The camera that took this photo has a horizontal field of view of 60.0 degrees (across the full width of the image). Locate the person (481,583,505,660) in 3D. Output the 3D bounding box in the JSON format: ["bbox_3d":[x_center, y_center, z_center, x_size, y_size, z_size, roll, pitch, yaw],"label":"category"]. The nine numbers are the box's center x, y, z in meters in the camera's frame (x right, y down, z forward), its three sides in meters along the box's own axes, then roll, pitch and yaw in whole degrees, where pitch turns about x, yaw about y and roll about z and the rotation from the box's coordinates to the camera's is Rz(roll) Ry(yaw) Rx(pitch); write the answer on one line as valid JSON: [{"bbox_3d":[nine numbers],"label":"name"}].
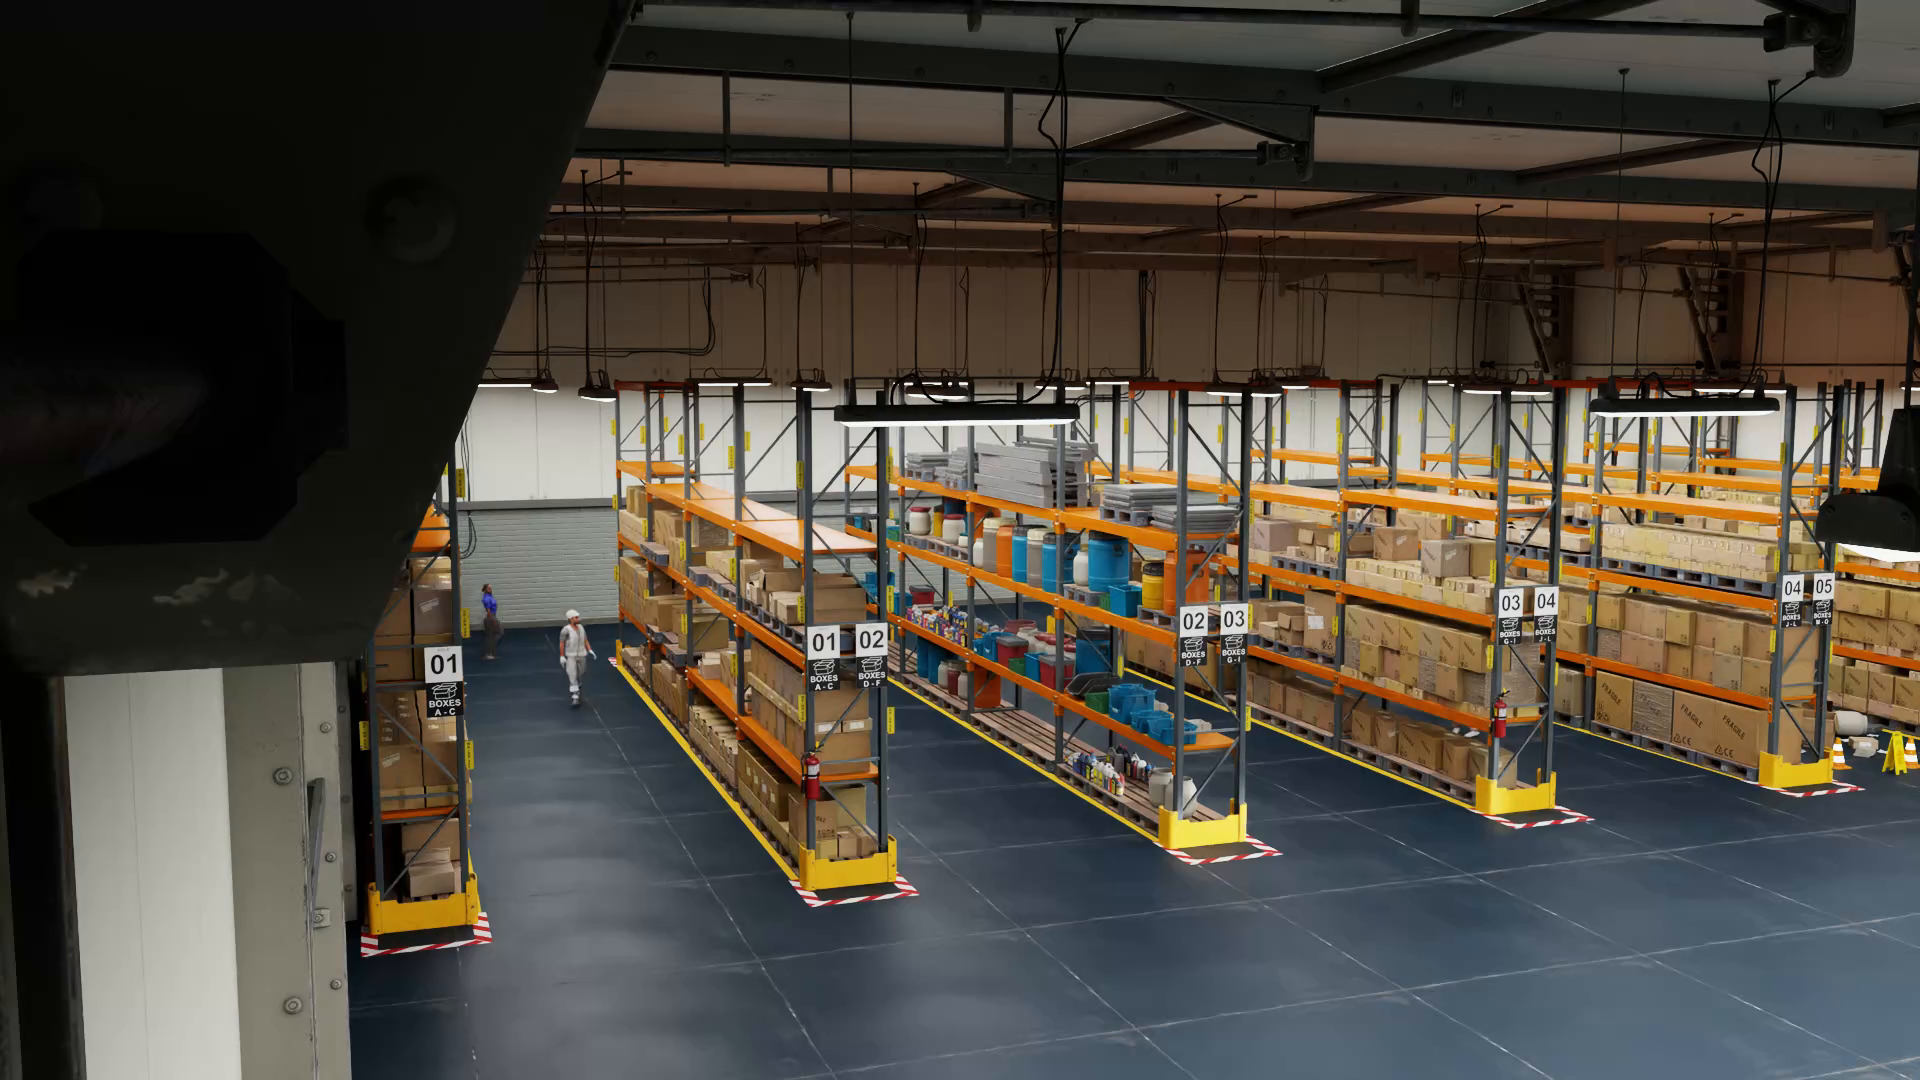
[{"bbox_3d":[-10.006,1.753,35.557,0.497,1.677,0.471,-1,6,-12],"label":"person"}]

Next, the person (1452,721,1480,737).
[{"bbox_3d":[8.648,2.493,28.438,0.414,1.673,0.533,-5,8,-39],"label":"person"}]

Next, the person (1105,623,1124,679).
[{"bbox_3d":[2.991,1.804,32.370,0.515,1.739,0.522,4,7,33],"label":"person"}]

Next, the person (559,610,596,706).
[{"bbox_3d":[-7.115,2.169,30.962,0.660,1.728,1.060,-3,7,-23],"label":"person"}]
